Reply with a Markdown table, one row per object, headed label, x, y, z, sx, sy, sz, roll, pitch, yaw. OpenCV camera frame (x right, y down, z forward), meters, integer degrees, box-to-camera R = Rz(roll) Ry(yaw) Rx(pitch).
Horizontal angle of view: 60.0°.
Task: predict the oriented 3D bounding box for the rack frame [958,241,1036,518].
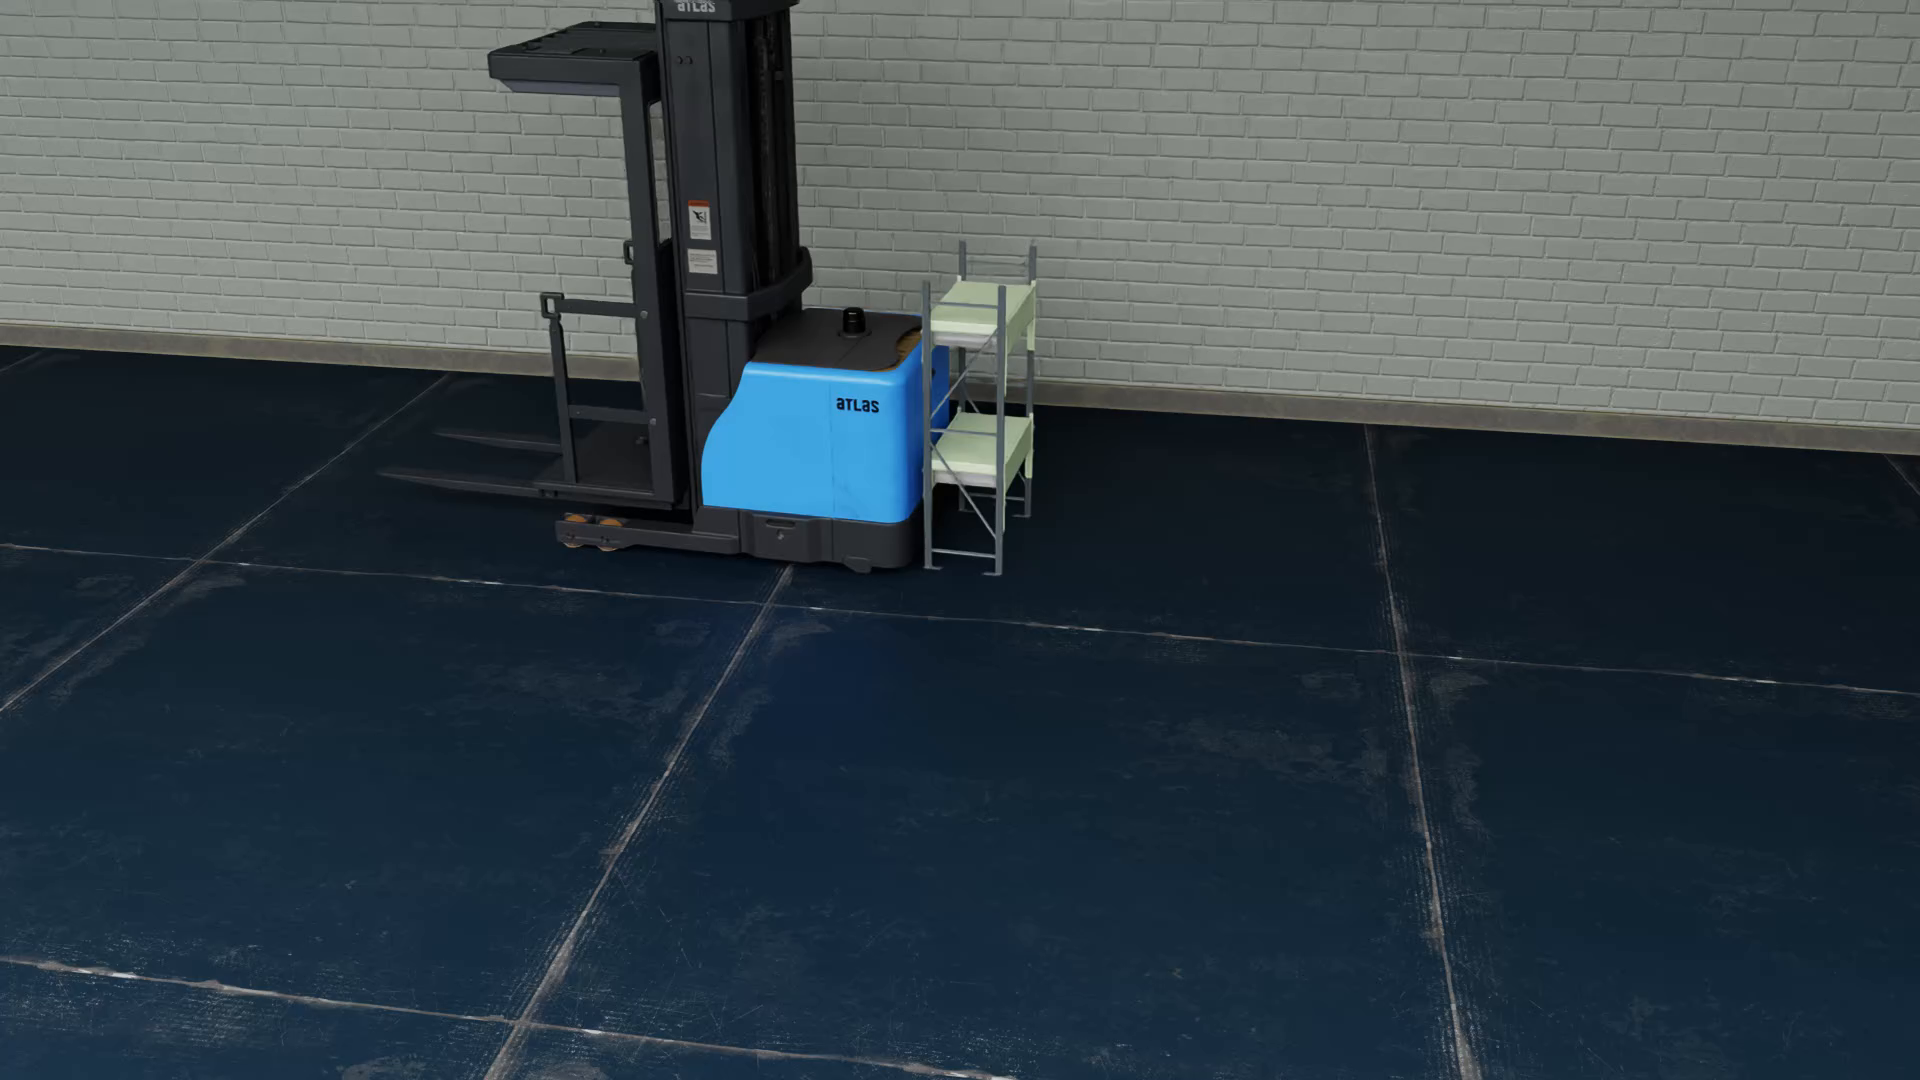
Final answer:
| label | x | y | z | sx | sy | sz | roll | pitch | yaw |
| --- | --- | --- | --- | --- | --- | --- | --- | --- | --- |
| rack frame | 0.189 | -0.821 | 8.734 | 0.400 | 1.500 | 0.023 | 6 | 26 | 12 |

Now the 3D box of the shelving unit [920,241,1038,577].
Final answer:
| label | x | y | z | sx | sy | sz | roll | pitch | yaw |
| --- | --- | --- | --- | --- | --- | --- | --- | --- | --- |
| shelving unit | 0.103 | -0.670 | 8.412 | 0.431 | 1.500 | 0.755 | 6 | 26 | 12 |

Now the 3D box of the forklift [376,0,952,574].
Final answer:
| label | x | y | z | sx | sy | sz | roll | pitch | yaw |
| --- | --- | --- | --- | --- | --- | --- | --- | --- | --- |
| forklift | -1.617 | -1.477 | 8.449 | 3.031 | 2.935 | 1.130 | 6 | 26 | 12 |

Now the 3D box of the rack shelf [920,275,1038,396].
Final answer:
| label | x | y | z | sx | sy | sz | roll | pitch | yaw |
| --- | --- | --- | --- | --- | --- | --- | --- | --- | --- |
| rack shelf | 0.103 | -1.023 | 8.247 | 0.431 | 0.370 | 0.720 | 6 | 26 | 12 |

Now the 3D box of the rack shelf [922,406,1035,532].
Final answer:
| label | x | y | z | sx | sy | sz | roll | pitch | yaw |
| --- | --- | --- | --- | --- | --- | --- | --- | --- | --- |
| rack shelf | 0.103 | -0.375 | 8.550 | 0.431 | 0.370 | 0.720 | 6 | 26 | 12 |

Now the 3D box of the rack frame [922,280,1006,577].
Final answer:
| label | x | y | z | sx | sy | sz | roll | pitch | yaw |
| --- | --- | --- | --- | --- | --- | --- | --- | --- | --- |
| rack frame | 0.018 | -0.519 | 8.090 | 0.400 | 1.500 | 0.023 | 6 | 26 | 12 |
